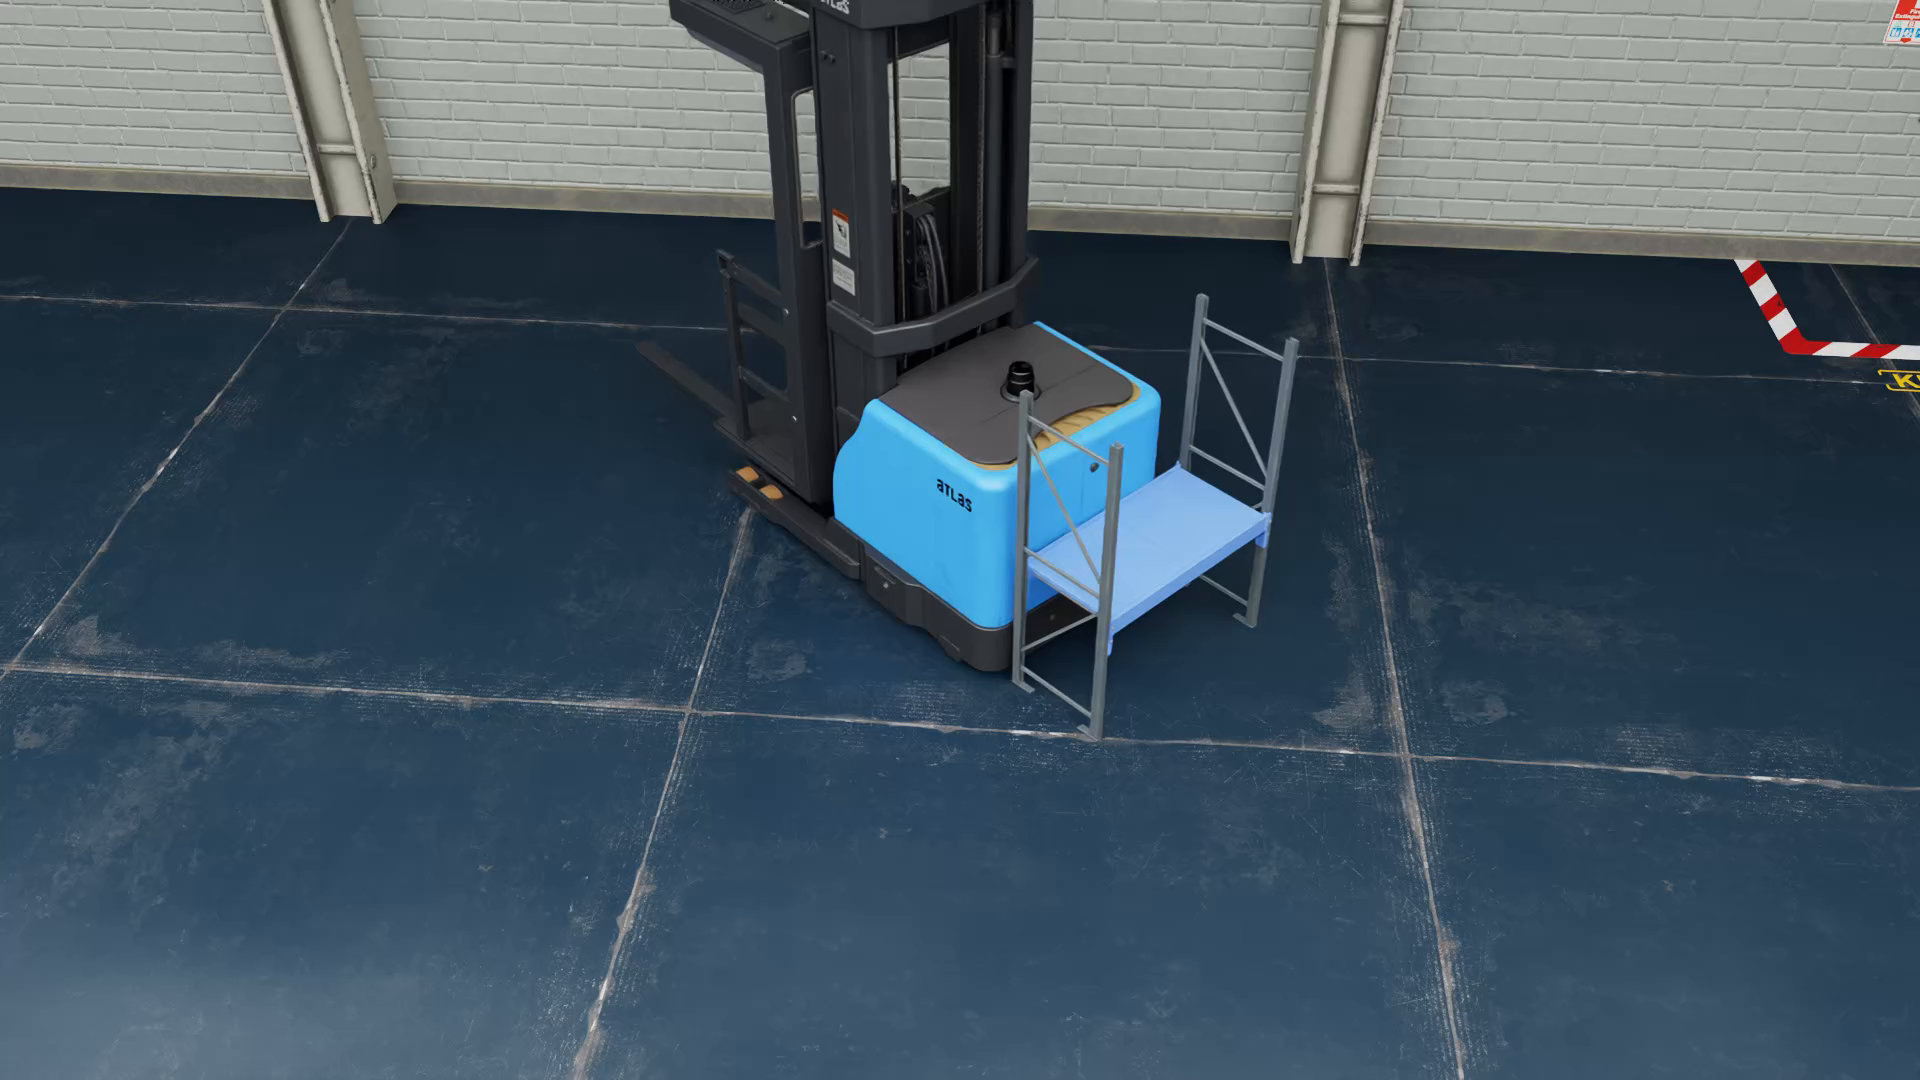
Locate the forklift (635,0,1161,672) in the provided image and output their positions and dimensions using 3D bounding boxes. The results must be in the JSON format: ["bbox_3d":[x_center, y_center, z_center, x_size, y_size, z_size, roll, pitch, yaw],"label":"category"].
[{"bbox_3d":[-0.484,-1.426,7.350,1.130,2.935,3.031,-29,47,-31],"label":"forklift"}]

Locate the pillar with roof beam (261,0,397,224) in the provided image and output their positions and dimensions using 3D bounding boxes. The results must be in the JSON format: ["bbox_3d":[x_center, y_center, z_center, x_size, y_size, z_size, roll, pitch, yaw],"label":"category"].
[{"bbox_3d":[-4.148,-2.854,4.299,0.400,9.000,9.100,3,39,4],"label":"pillar with roof beam"}]

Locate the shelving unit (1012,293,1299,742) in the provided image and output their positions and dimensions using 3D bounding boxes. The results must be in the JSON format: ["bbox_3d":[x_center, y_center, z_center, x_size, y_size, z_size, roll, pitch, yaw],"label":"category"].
[{"bbox_3d":[0.775,-0.085,6.836,1.048,1.500,0.538,-31,48,-32],"label":"shelving unit"}]

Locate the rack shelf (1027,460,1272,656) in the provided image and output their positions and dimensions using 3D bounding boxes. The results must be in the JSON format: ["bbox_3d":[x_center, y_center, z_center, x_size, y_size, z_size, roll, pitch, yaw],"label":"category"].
[{"bbox_3d":[0.775,0.055,6.950,1.000,0.185,0.538,-31,48,-32],"label":"rack shelf"}]

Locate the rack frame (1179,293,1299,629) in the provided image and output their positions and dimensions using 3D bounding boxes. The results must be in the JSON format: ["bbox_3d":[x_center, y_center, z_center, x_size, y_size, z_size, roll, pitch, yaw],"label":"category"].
[{"bbox_3d":[1.144,-0.305,7.108,0.032,1.500,0.500,-31,48,-32],"label":"rack frame"}]

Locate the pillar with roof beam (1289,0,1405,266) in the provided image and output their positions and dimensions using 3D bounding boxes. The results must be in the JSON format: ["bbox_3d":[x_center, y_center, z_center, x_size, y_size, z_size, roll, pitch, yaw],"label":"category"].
[{"bbox_3d":[1.830,-2.528,3.897,0.400,9.000,9.100,3,39,4],"label":"pillar with roof beam"}]

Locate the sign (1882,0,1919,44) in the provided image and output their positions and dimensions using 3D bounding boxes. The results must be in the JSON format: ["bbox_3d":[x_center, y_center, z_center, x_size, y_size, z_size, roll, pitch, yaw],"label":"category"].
[{"bbox_3d":[5.178,-2.849,9.016,0.234,0.329,0.001,3,39,4],"label":"sign"}]

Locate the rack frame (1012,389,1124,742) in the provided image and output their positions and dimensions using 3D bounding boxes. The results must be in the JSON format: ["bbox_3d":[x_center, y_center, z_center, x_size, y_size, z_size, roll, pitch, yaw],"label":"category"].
[{"bbox_3d":[0.406,0.136,6.565,0.032,1.500,0.500,-31,48,-32],"label":"rack frame"}]
